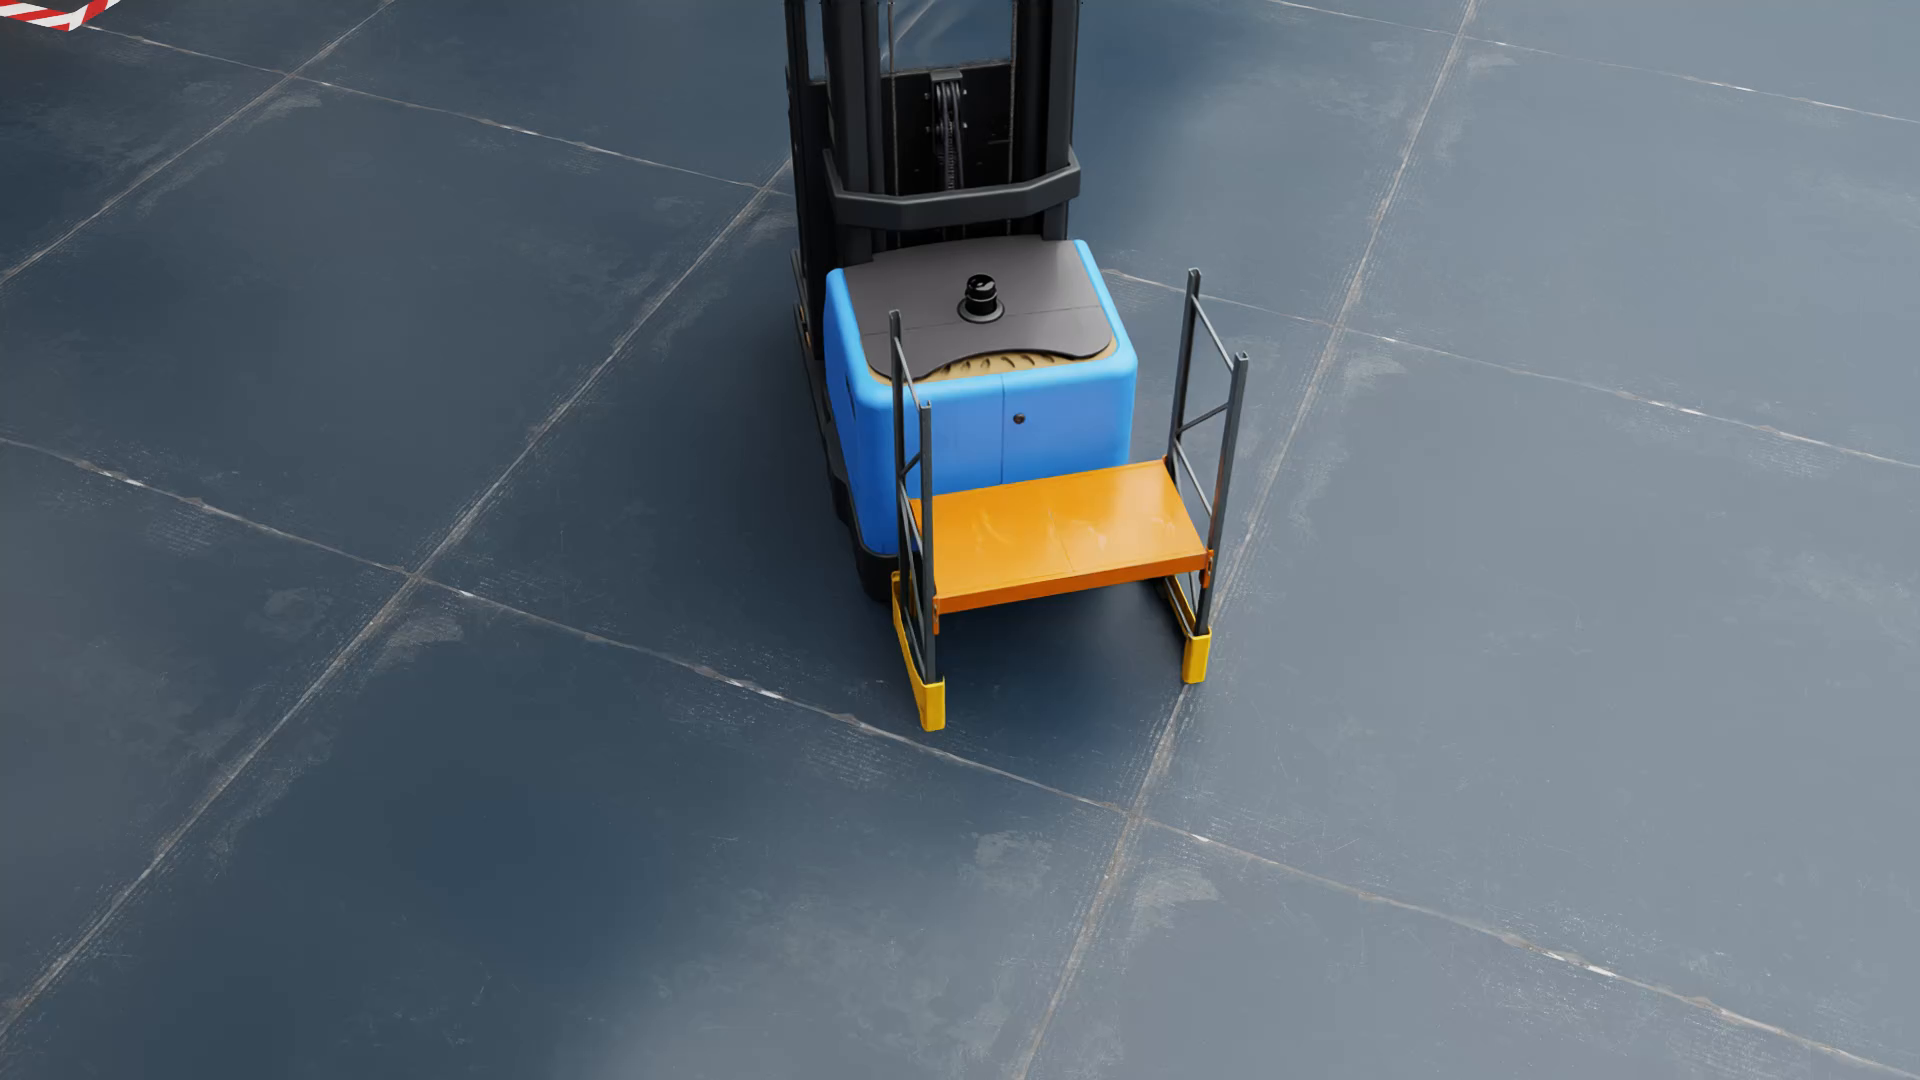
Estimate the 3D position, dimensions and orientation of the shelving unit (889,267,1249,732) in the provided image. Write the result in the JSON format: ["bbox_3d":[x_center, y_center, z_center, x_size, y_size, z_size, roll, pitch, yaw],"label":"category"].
[{"bbox_3d":[0.328,-0.119,5.806,1.083,1.500,0.587,-9,46,-9],"label":"shelving unit"}]

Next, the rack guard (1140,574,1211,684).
[{"bbox_3d":[0.813,0.244,6.327,0.087,0.250,0.587,-9,46,-9],"label":"rack guard"}]

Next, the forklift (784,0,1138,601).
[{"bbox_3d":[-0.149,-1.861,6.542,1.130,2.935,3.031,-8,45,-8],"label":"forklift"}]

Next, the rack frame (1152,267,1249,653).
[{"bbox_3d":[0.832,-0.202,5.890,0.032,1.500,0.500,-9,46,-9],"label":"rack frame"}]

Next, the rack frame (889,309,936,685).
[{"bbox_3d":[-0.158,-0.039,5.726,0.032,1.500,0.500,-9,46,-9],"label":"rack frame"}]

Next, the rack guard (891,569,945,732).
[{"bbox_3d":[-0.157,0.404,6.167,0.087,0.250,0.587,-9,46,-9],"label":"rack guard"}]

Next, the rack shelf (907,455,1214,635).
[{"bbox_3d":[0.337,0.007,5.935,1.000,0.185,0.538,-9,46,-9],"label":"rack shelf"}]
